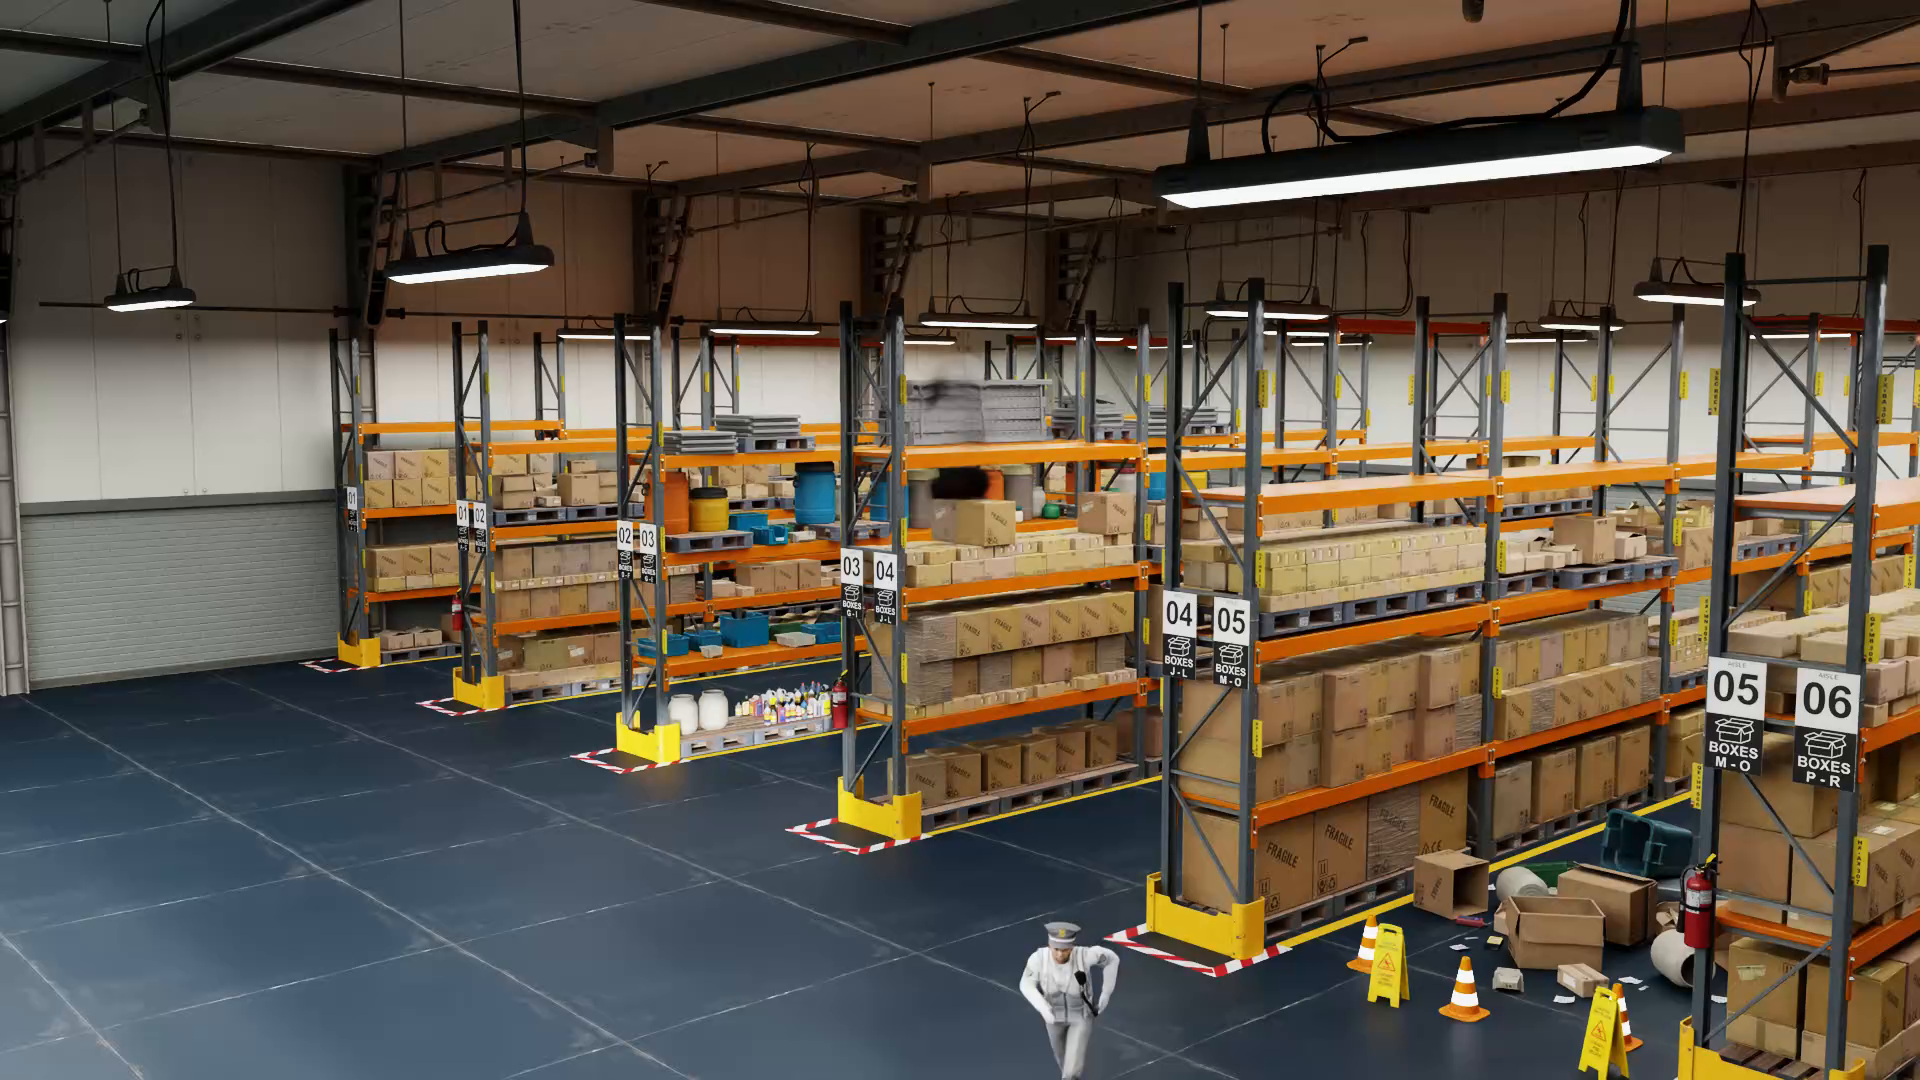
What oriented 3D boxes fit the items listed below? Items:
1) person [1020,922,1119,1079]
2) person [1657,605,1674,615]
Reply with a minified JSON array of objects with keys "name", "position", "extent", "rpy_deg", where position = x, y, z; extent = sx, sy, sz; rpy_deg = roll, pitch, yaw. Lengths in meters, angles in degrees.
[{"name":"person","position":[0.754,3.289,11.337],"extent":[0.658,1.622,0.964],"rpy_deg":[1,6,9]},{"name":"person","position":[10.735,1.810,25.238],"extent":[0.645,1.754,0.649],"rpy_deg":[-4,7,-34]}]
